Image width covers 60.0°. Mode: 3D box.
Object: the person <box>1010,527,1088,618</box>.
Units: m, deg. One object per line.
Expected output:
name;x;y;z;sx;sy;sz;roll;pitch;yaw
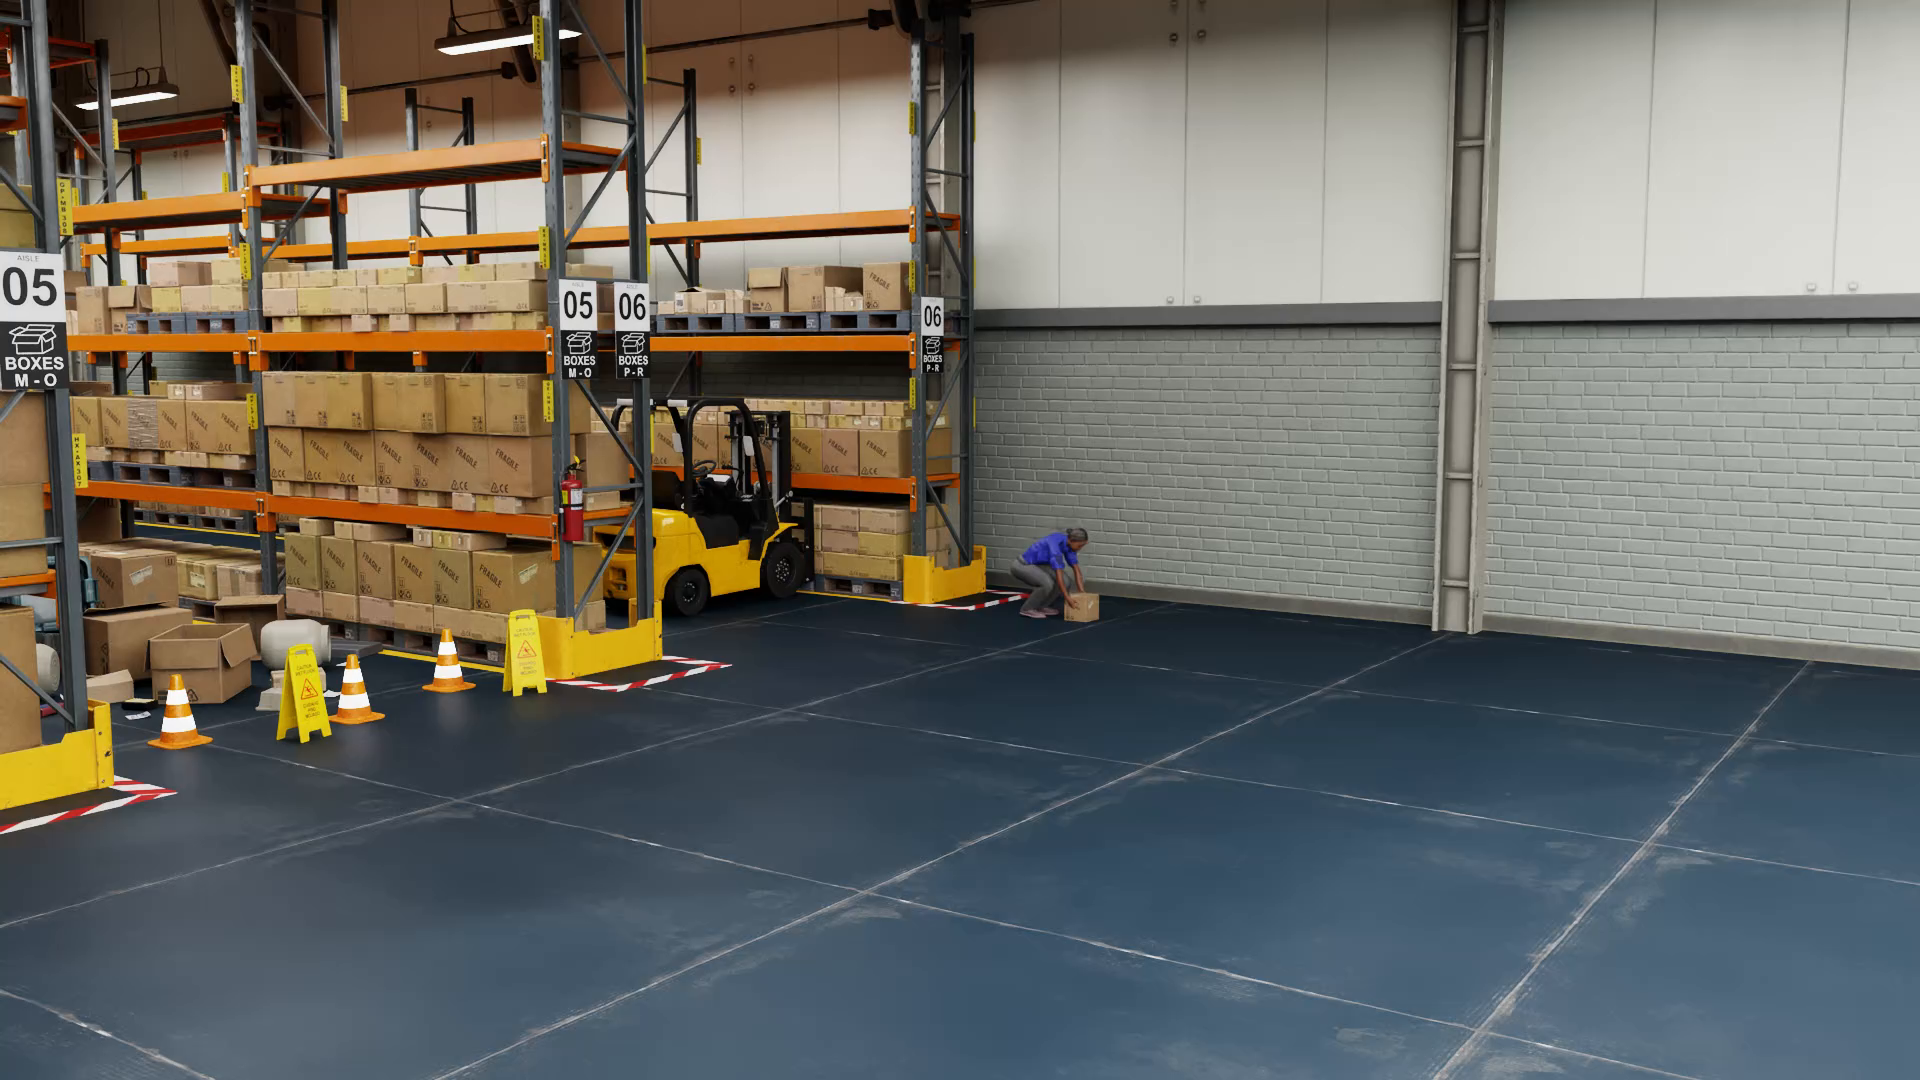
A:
person;0.906;0.316;16.589;0.807;0.911;0.483;4;8;33
